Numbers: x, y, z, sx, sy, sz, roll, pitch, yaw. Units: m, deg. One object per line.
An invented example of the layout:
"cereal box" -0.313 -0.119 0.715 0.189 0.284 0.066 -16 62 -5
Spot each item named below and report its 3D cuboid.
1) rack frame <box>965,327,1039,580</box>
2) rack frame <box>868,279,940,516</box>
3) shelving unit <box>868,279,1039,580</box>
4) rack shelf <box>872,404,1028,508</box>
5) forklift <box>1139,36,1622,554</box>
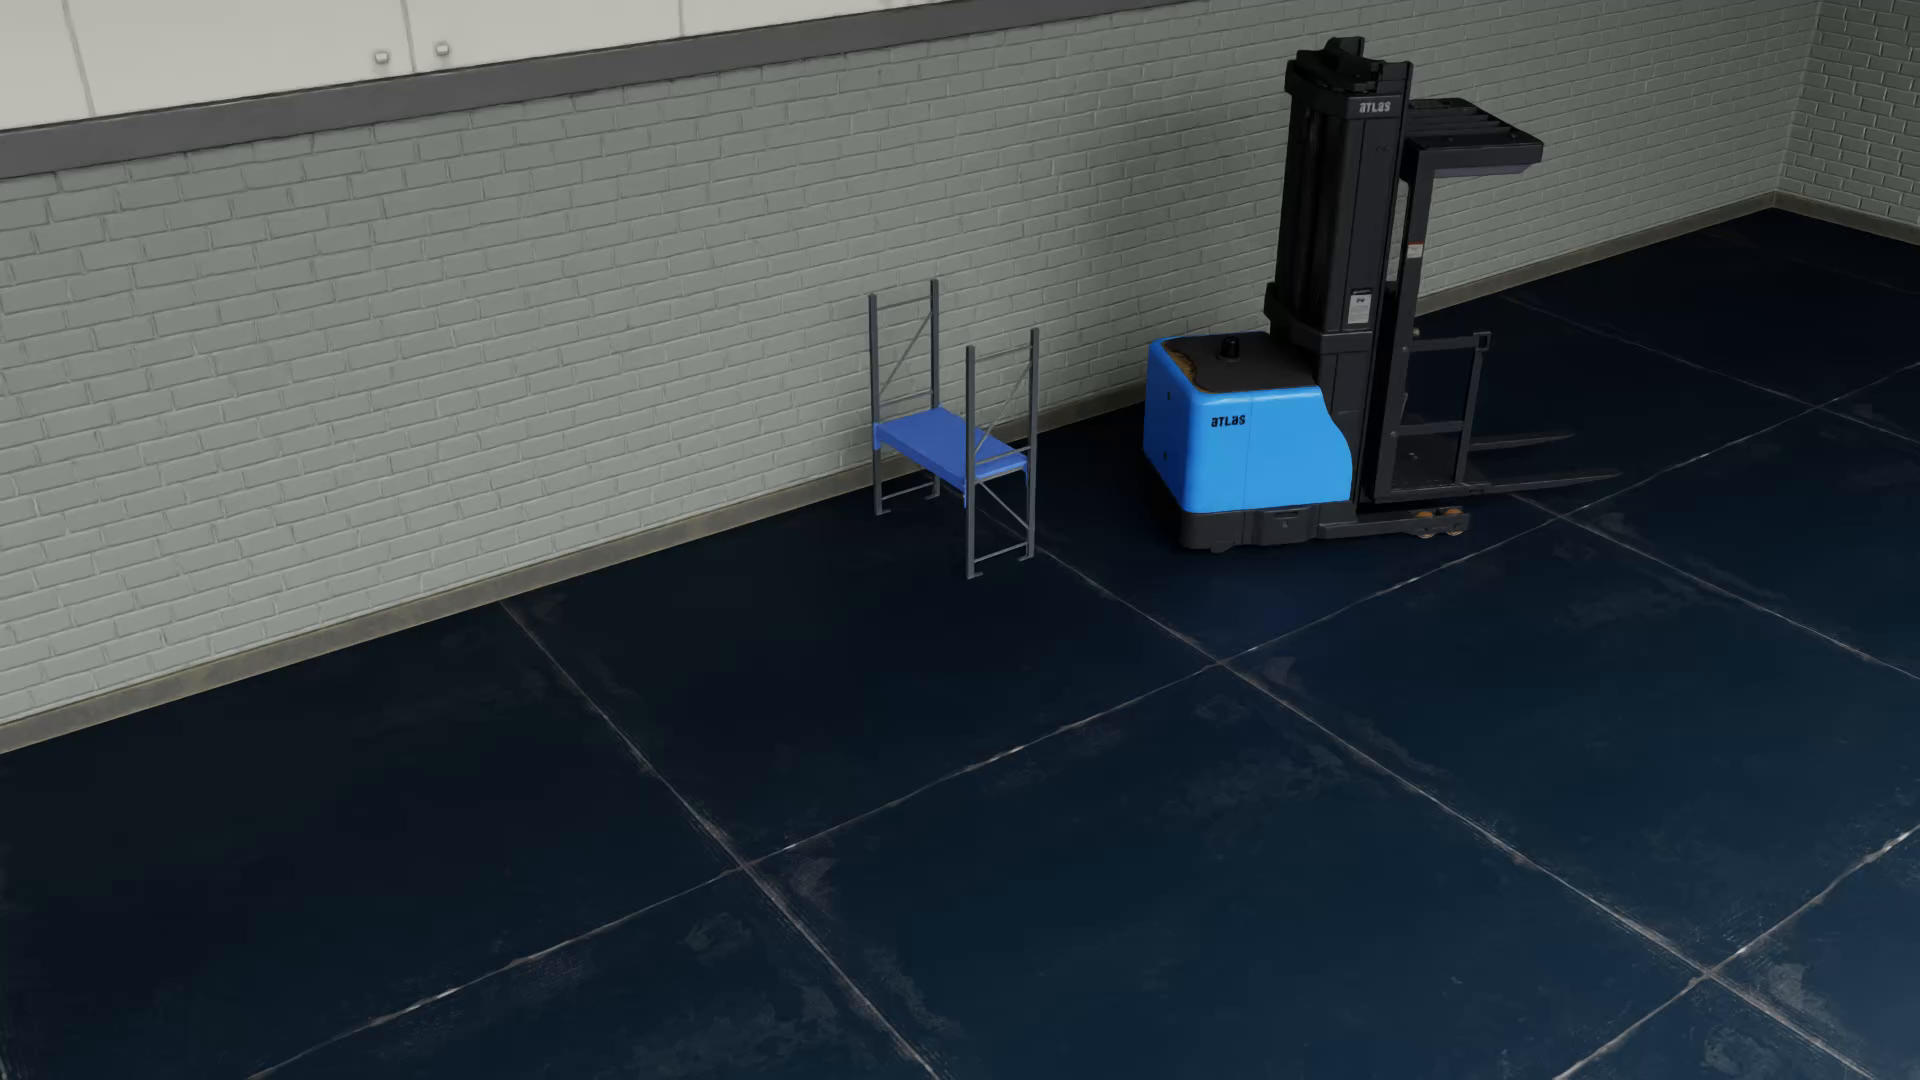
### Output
"rack frame" 0.245 -0.495 9.816 0.500 1.500 0.032 -19 34 -31
"rack frame" -0.344 -0.890 10.544 0.500 1.500 0.032 -19 34 -31
"shelving unit" -0.049 -0.692 10.180 0.538 1.500 1.048 -19 34 -31
"rack shelf" -0.049 -0.534 10.266 0.538 0.185 1.000 -19 34 -31
"forklift" 2.755 -1.542 10.244 3.031 2.935 1.130 -5 29 -10
